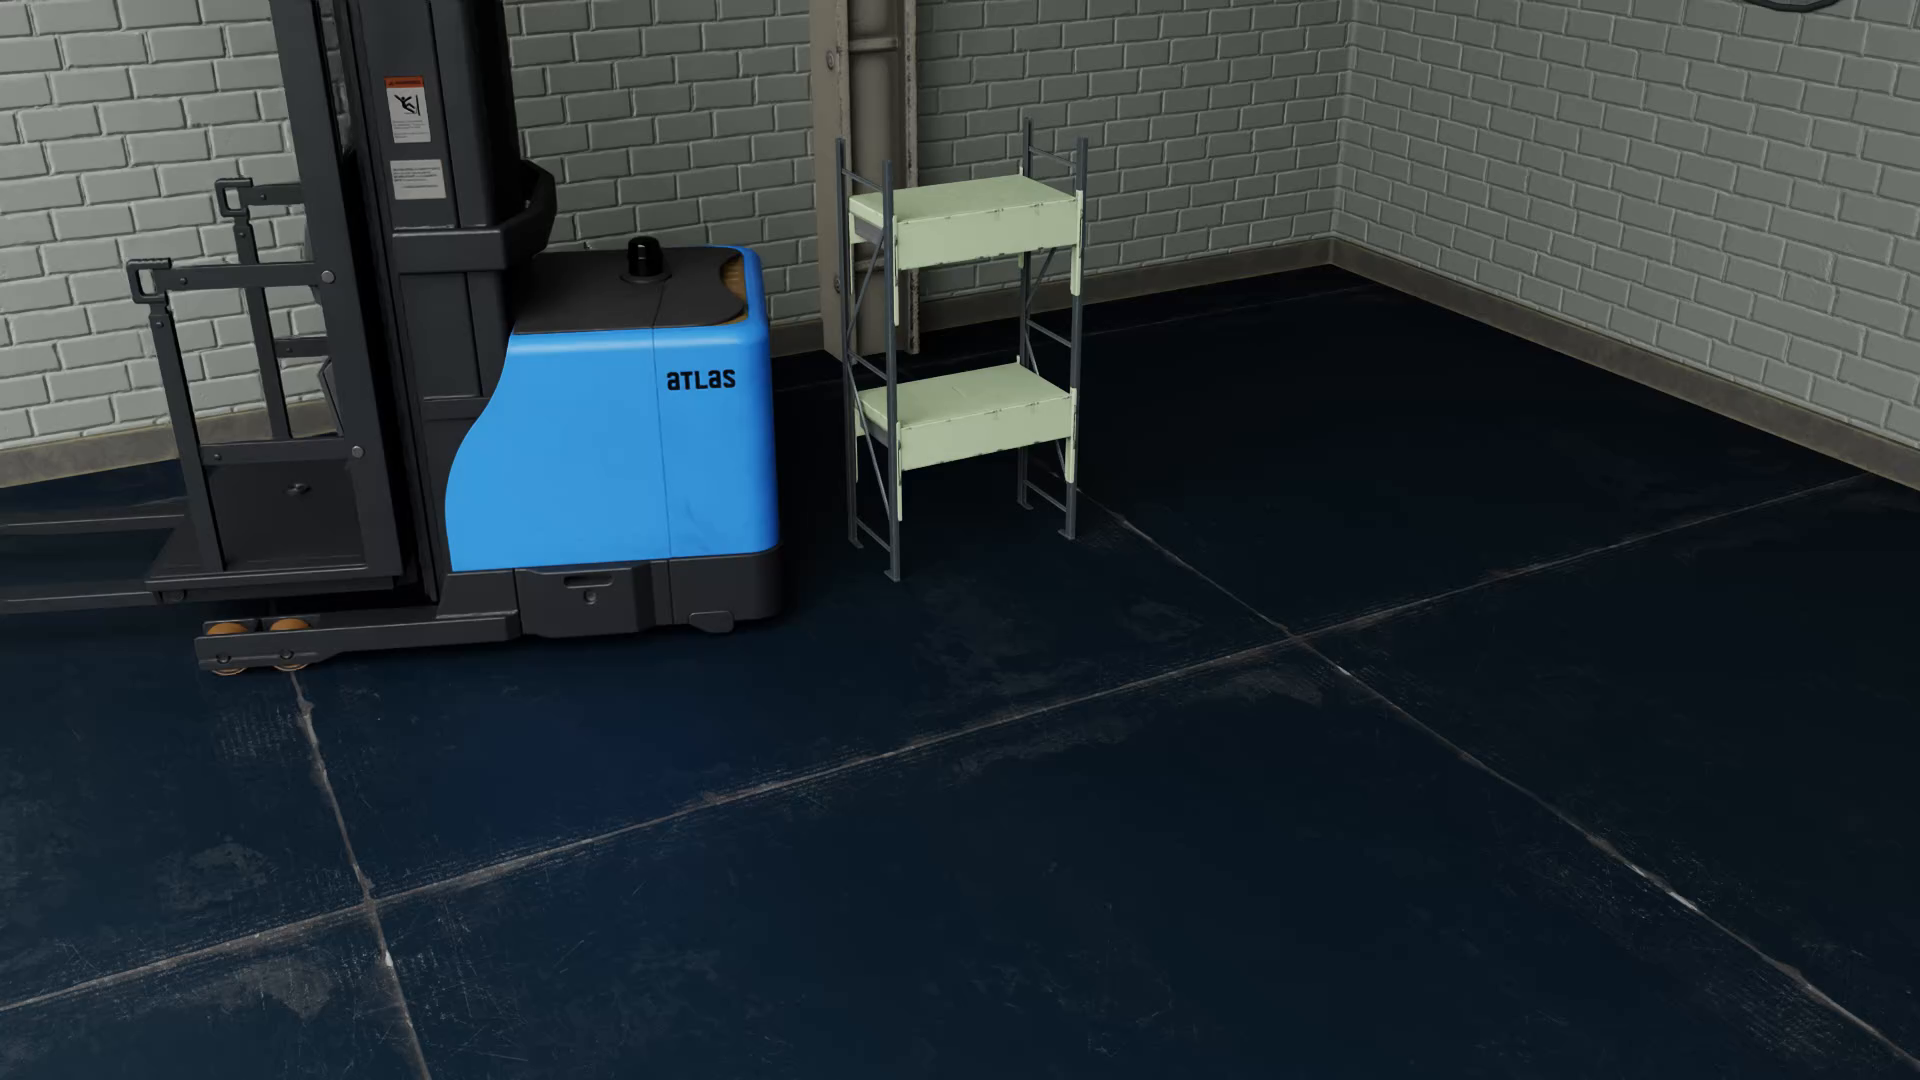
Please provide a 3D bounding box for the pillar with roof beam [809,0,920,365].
[{"bbox_3d":[1.586,-3.351,2.832,0.400,9.000,9.100,-13,29,-25],"label":"pillar with roof beam"}]

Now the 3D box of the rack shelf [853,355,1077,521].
[{"bbox_3d":[0.006,-0.384,6.069,0.720,0.370,0.431,-13,29,-25],"label":"rack shelf"}]

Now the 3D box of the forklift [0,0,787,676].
[{"bbox_3d":[-2.145,-1.131,5.218,3.031,2.935,1.130,-4,26,-7],"label":"forklift"}]

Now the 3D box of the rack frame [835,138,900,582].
[{"bbox_3d":[-0.317,-0.603,5.773,0.023,1.500,0.400,-13,29,-25],"label":"rack frame"}]

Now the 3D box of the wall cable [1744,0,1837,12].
[{"bbox_3d":[2.782,-3.690,7.127,0.112,2.526,3.097,-13,29,-25],"label":"wall cable"}]

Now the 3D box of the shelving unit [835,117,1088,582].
[{"bbox_3d":[0.006,-0.677,5.928,0.755,1.500,0.431,-13,29,-25],"label":"shelving unit"}]

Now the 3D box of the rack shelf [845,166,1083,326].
[{"bbox_3d":[0.006,-1.029,5.759,0.720,0.370,0.431,-13,29,-25],"label":"rack shelf"}]

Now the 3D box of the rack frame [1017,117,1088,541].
[{"bbox_3d":[0.329,-0.752,6.083,0.023,1.500,0.400,-13,29,-25],"label":"rack frame"}]
